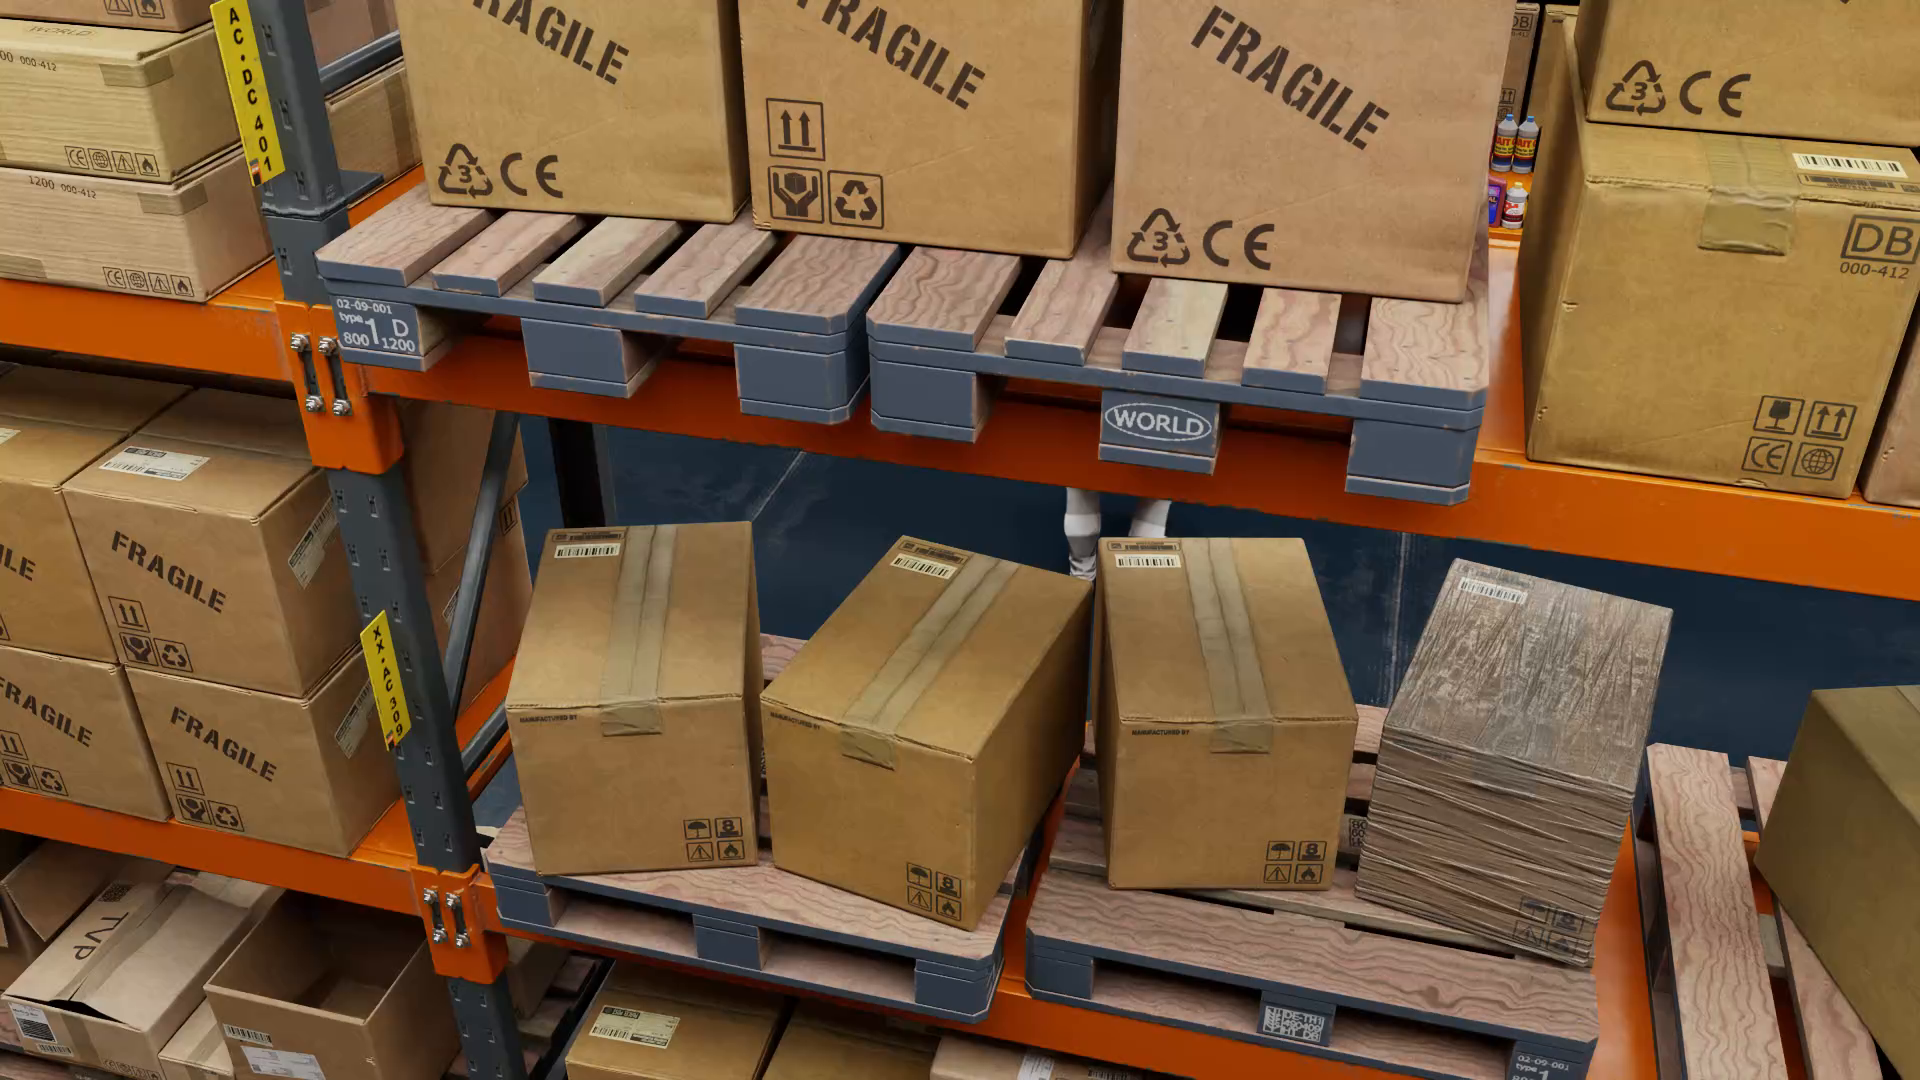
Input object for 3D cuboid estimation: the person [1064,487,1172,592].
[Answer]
[{"bbox_3d":[0.723,-0.391,7.313,0.520,1.157,0.946,7,33,10],"label":"person"}]
